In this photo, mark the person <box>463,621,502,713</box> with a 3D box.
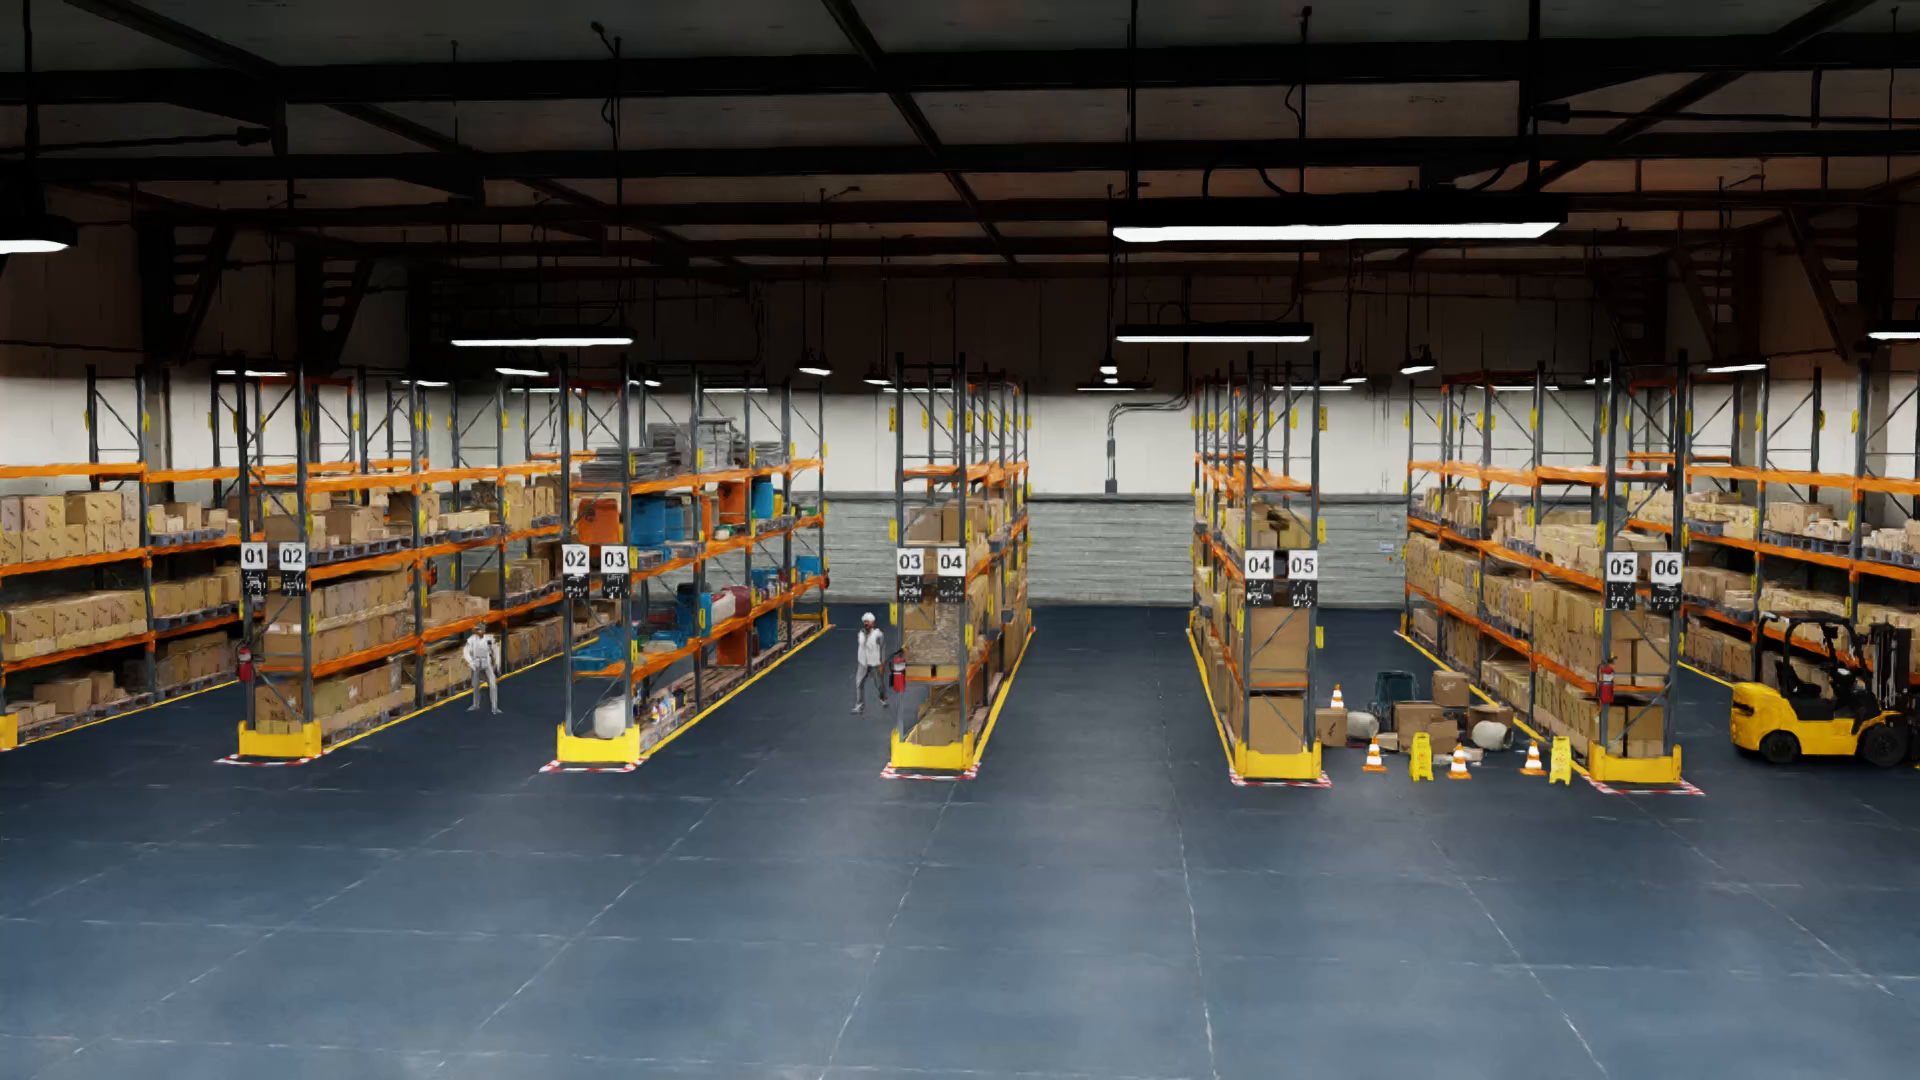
[{"bbox_3d":[-8.197,2.163,28.577,0.643,1.608,0.794,-1,4,-12],"label":"person"}]

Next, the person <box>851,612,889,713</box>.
[{"bbox_3d":[-1.514,2.100,28.693,0.558,1.736,0.925,2,4,21],"label":"person"}]
